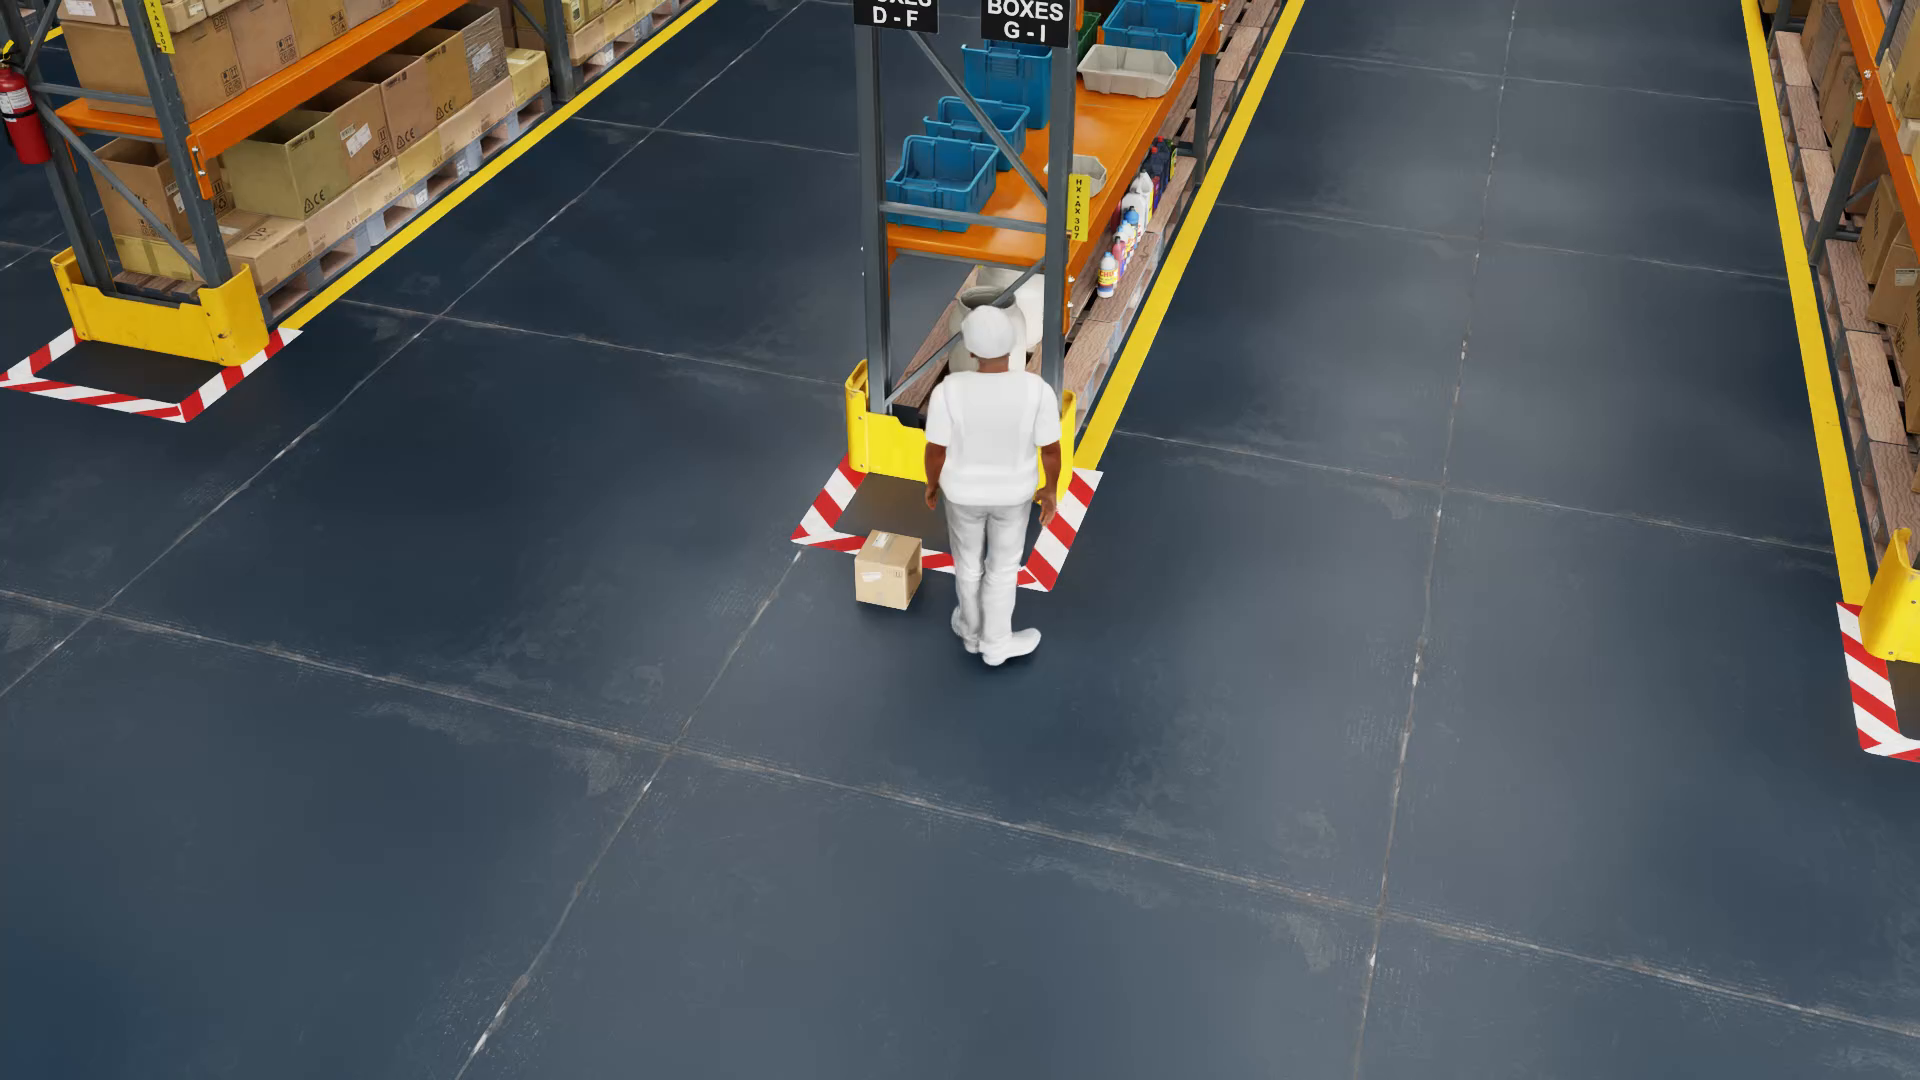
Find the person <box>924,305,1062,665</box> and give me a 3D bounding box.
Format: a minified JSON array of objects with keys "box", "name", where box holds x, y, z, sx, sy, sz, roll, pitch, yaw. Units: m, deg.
[{"box":[0.138,-0.238,7.156,0.585,1.769,0.404,1,37,2],"name":"person"}]
